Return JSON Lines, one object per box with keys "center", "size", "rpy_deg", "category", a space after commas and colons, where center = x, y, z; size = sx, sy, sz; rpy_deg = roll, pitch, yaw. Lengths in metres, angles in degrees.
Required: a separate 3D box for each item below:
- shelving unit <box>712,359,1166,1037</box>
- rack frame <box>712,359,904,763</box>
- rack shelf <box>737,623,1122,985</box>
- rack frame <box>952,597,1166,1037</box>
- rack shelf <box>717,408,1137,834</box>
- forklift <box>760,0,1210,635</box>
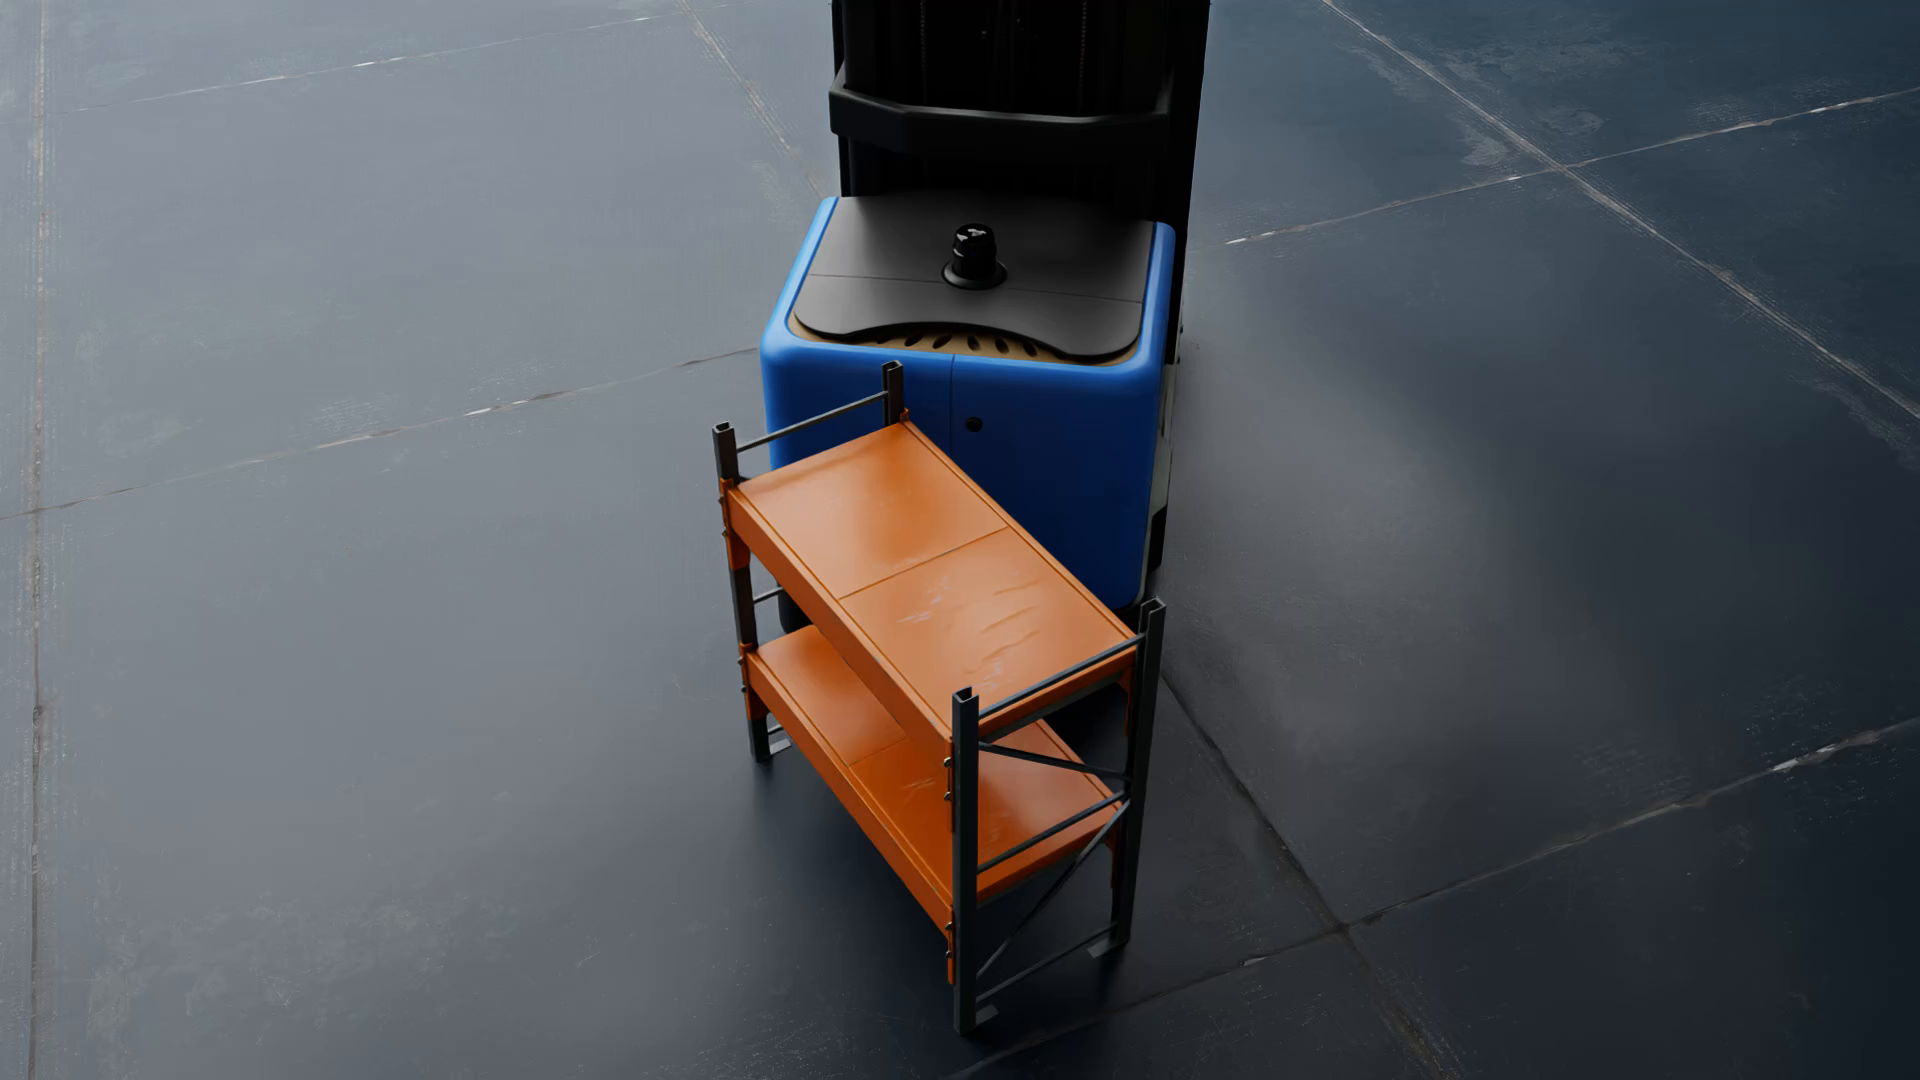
{"center": [-0.077, 0.363, 3.966], "size": [0.538, 1.125, 1.048], "rpy_deg": [-23, 46, -25], "category": "shelving unit"}
{"center": [-0.355, 0.085, 4.288], "size": [0.500, 1.125, 0.032], "rpy_deg": [-23, 46, -25], "category": "rack frame"}
{"center": [-0.077, 0.548, 4.125], "size": [0.538, 0.278, 1.000], "rpy_deg": [-23, 46, -25], "category": "rack shelf"}
{"center": [0.202, 0.640, 3.643], "size": [0.500, 1.125, 0.032], "rpy_deg": [-23, 46, -25], "category": "rack frame"}
{"center": [-0.077, 0.141, 3.775], "size": [0.538, 0.278, 1.000], "rpy_deg": [-23, 46, -25], "category": "rack shelf"}
{"center": [0.209, -1.693, 4.970], "size": [1.130, 2.935, 3.031], "rpy_deg": [6, 41, 7], "category": "forklift"}
